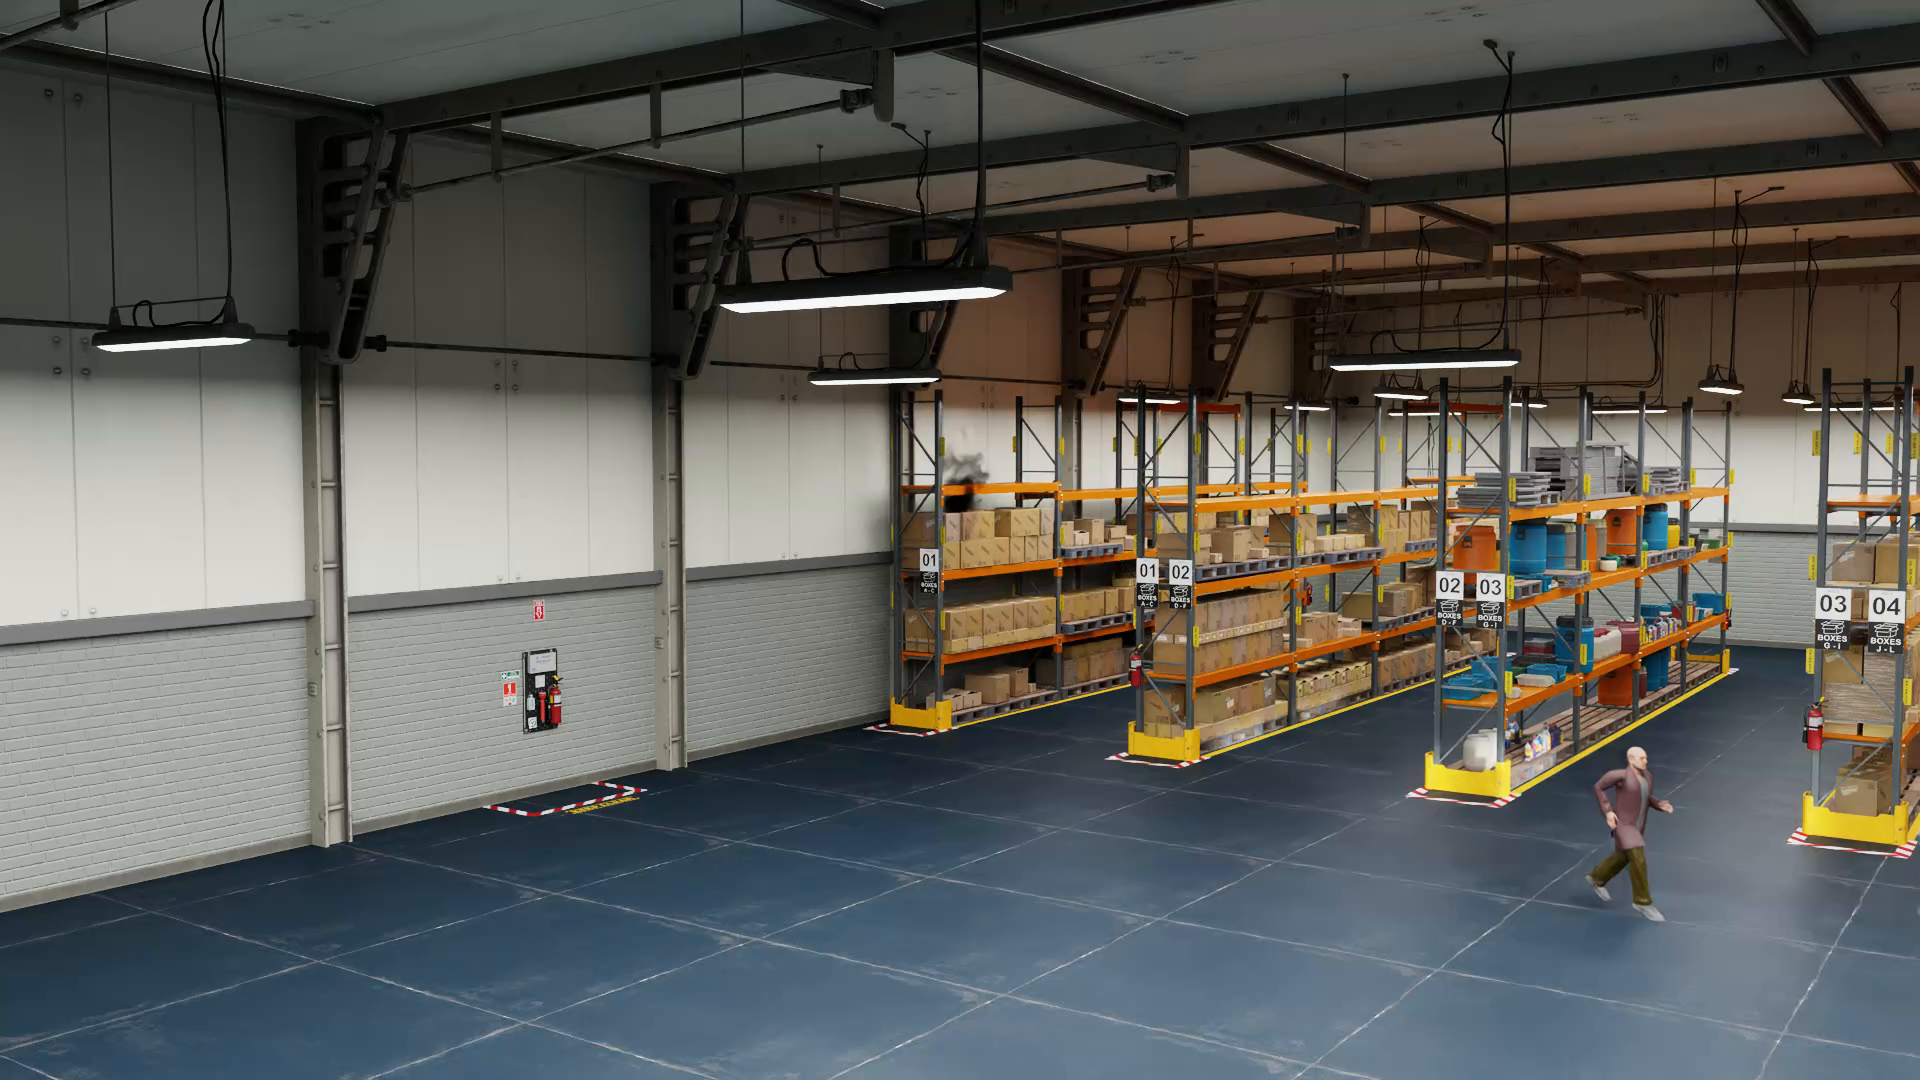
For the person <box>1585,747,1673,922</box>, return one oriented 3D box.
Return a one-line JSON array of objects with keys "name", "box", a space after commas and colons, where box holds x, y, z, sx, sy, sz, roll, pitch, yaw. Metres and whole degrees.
[{"name": "person", "box": [7.168, 3.105, 17.910, 0.649, 1.804, 1.026, -2, 4, -35]}]
